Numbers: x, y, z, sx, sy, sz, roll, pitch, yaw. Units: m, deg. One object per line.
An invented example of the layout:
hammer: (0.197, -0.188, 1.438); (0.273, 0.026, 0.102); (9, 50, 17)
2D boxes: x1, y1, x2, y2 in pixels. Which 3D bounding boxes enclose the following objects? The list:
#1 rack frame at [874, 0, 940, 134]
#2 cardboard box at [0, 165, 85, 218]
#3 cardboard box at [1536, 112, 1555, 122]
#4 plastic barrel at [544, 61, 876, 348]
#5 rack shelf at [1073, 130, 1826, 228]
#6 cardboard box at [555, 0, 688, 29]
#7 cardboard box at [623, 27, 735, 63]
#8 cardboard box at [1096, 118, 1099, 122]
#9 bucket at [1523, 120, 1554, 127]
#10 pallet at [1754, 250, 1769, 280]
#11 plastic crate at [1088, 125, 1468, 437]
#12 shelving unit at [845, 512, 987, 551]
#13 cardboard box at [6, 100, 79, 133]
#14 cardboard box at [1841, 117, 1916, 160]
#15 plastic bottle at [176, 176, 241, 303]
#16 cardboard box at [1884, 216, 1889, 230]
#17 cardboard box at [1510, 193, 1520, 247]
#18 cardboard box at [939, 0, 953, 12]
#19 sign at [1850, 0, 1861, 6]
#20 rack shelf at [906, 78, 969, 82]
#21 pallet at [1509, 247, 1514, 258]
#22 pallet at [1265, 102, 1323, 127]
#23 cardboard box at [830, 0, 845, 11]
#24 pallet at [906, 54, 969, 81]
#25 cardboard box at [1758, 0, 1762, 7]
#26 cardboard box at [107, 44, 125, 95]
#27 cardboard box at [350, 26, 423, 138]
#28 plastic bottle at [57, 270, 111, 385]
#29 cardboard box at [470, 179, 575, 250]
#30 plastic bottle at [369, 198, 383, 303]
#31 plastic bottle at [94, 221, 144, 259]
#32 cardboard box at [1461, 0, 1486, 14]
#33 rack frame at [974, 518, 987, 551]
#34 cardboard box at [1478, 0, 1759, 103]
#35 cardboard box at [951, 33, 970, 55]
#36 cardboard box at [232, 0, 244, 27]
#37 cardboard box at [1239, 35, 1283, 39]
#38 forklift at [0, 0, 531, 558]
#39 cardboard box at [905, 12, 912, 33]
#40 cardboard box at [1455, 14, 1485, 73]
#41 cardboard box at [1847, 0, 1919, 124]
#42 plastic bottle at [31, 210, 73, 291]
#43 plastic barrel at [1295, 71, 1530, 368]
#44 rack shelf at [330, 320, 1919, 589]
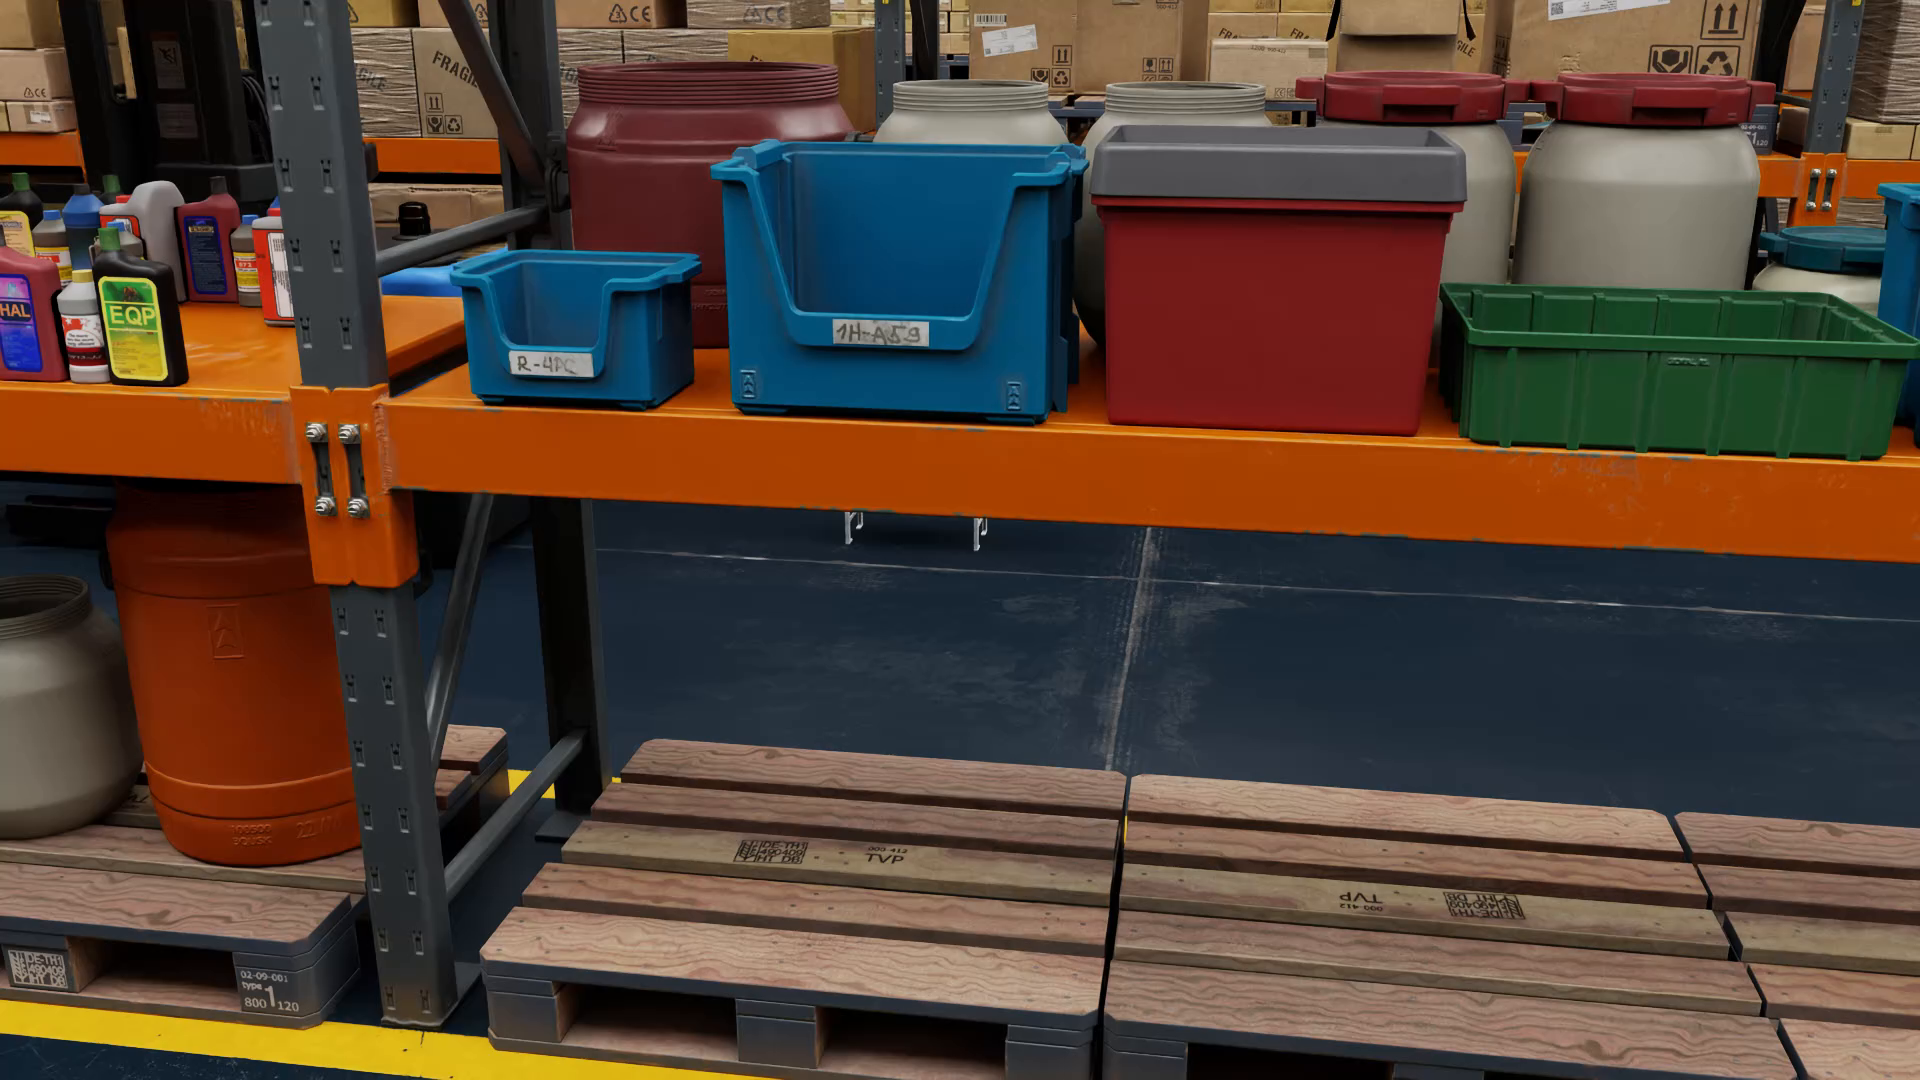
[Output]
rack frame: (-0.242, -2.144, 7.984); (0.127, 3.000, 1.000); (3, 19, 9)
cardboard box: (-4.831, -1.595, 9.031); (0.875, 0.875, 0.875); (3, 19, 9)
cardboard box: (5.819, -4.184, 16.571); (0.500, 0.500, 0.500); (4, 19, 11)
plastic barrel: (-0.522, -0.729, 3.539); (0.708, 0.536, 0.600); (3, 19, 9)
rack shelf: (1.732, -1.702, 7.798); (4.000, 0.370, 1.077); (3, 19, 9)
cardboard box: (-1.605, -2.743, 8.035); (0.637, 0.503, 0.797); (3, 19, 10)
cardboard box: (-1.260, -2.166, 7.891); (0.500, 0.500, 0.500); (3, 19, 8)
cardboard box: (1.662, -5.772, 22.104); (0.500, 0.500, 0.500); (3, 19, 10)
bucket: (5.094, -3.376, 14.428); (0.620, 0.611, 0.726); (-1, 16, 31)
pallet: (5.332, -2.107, 12.266); (1.213, 0.211, 1.003); (3, 19, 9)
plastic crate: (0.519, -0.446, 2.807); (0.583, 0.464, 0.402); (3, 19, 9)
shelving unit: (-0.163, -0.577, 6.138); (0.503, 1.200, 0.258); (3, 19, 9)
cardboard box: (-4.545, -2.139, 8.365); (0.250, 0.149, 0.380); (3, 19, 9)
cardboard box: (3.872, -1.719, 7.109); (0.250, 0.149, 0.380); (3, 19, 9)
plastic bottle: (-1.721, -0.691, 3.825); (0.133, 0.283, 0.061); (3, 19, 9)
cardboard box: (6.994, -2.539, 11.851); (0.875, 0.875, 0.875); (3, 19, 8)
cardboard box: (3.966, -2.627, 12.311); (0.750, 0.750, 1.050); (3, 19, 8)
cardboard box: (-0.160, -3.950, 12.176); (0.250, 0.149, 0.380); (3, 19, 8)
sign: (3.623, -2.318, 6.679); (0.005, 0.325, 0.100); (3, 19, 9)
rack shelf: (-1.331, -3.453, 13.028); (4.000, 0.370, 1.077); (3, 19, 9)
pallet: (3.820, -2.185, 12.500); (1.213, 0.211, 1.003); (3, 19, 9)
pallet: (1.719, -1.967, 7.755); (1.213, 0.211, 1.003); (3, 19, 9)
cardboard box: (-0.920, -3.989, 12.294); (0.250, 0.149, 0.380); (3, 19, 9)
pallet: (-0.076, -3.605, 12.651); (1.003, 0.211, 1.213); (3, 19, 9)
cardboard box: (5.514, -4.054, 11.755); (0.550, 0.550, 0.875); (3, 19, 9)
cardboard box: (-4.614, -2.521, 8.879); (0.500, 0.250, 0.500); (3, 19, 8)
cardboard box: (-2.787, -2.241, 8.116); (0.500, 0.500, 0.500); (2, 19, 7)
plastic bottle: (-1.606, -0.397, 3.074); (0.097, 0.201, 0.097); (0, 18, 0)
cardboard box: (-1.799, -1.424, 8.519); (0.875, 0.875, 1.225); (3, 19, 9)
plastic bottle: (-1.404, -0.657, 3.734); (0.135, 0.276, 0.152); (3, 19, 9)
plastic bottle: (-1.862, -0.605, 3.696); (0.097, 0.201, 0.097); (0, 18, 0)
cardboard box: (3.594, -4.062, 11.982); (0.500, 0.500, 0.700); (3, 19, 8)
rack frame: (0.077, -0.565, 6.101); (0.015, 1.200, 0.240); (3, 19, 9)
cardboard box: (2.945, -2.510, 7.471); (1.000, 1.000, 1.000); (3, 19, 9)
cardboard box: (0.084, -3.654, 12.230); (0.250, 0.149, 0.380); (3, 19, 10)
cardboard box: (-3.560, -2.839, 8.323); (0.637, 0.503, 0.797); (2, 19, 7)
cardboard box: (1.447, -2.280, 7.941); (0.258, 0.266, 0.396); (2, 19, 7)
forklift: (-3.112, -1.527, 6.248); (3.031, 2.935, 1.130); (3, 19, 10)
cardboard box: (-0.440, -3.822, 12.263); (0.250, 0.149, 0.380); (3, 19, 10)
cardboard box: (3.537, -3.507, 11.900); (0.500, 0.500, 0.500); (3, 19, 8)
cardboard box: (4.142, -2.089, 7.194); (0.500, 0.500, 0.875); (3, 19, 9)
plastic bottle: (-2.103, -0.666, 3.879); (0.097, 0.201, 0.097); (0, 18, 0)
plastic barrel: (0.860, -0.631, 3.248); (0.433, 0.535, 0.433); (0, 18, 0)
rack shelf: (0.947, -0.151, 3.160); (4.000, 0.370, 1.077); (3, 19, 9)
